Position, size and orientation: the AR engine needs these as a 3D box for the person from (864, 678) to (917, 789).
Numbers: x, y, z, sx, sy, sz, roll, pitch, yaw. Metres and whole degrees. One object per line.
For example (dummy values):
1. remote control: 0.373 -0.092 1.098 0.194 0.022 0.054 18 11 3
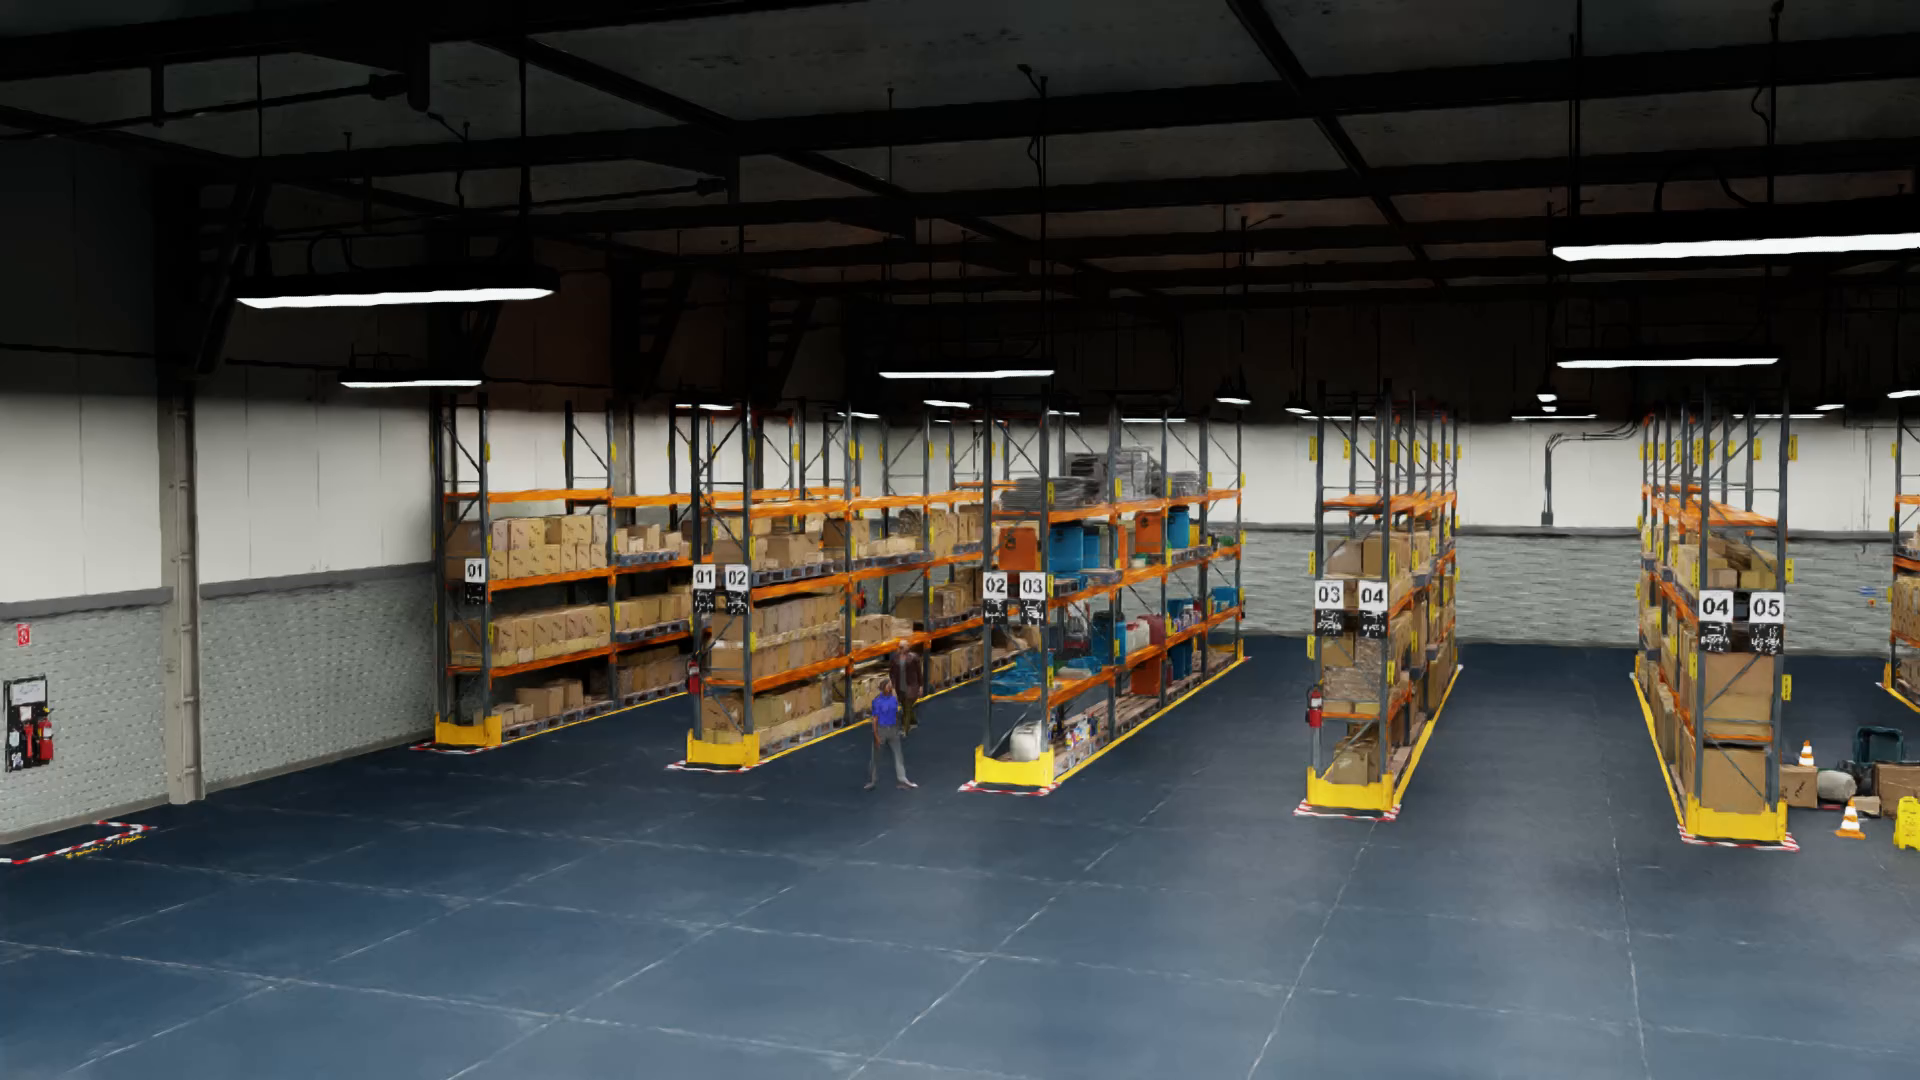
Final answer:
1. person: -1.060 2.855 24.622 0.697 1.647 0.555 -2 4 -35

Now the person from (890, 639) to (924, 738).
1. person: -0.973 2.577 29.237 0.598 1.698 1.193 1 3 22

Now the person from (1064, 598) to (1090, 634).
1. person: 2.959 1.894 42.126 0.696 1.716 0.728 0 3 -4
